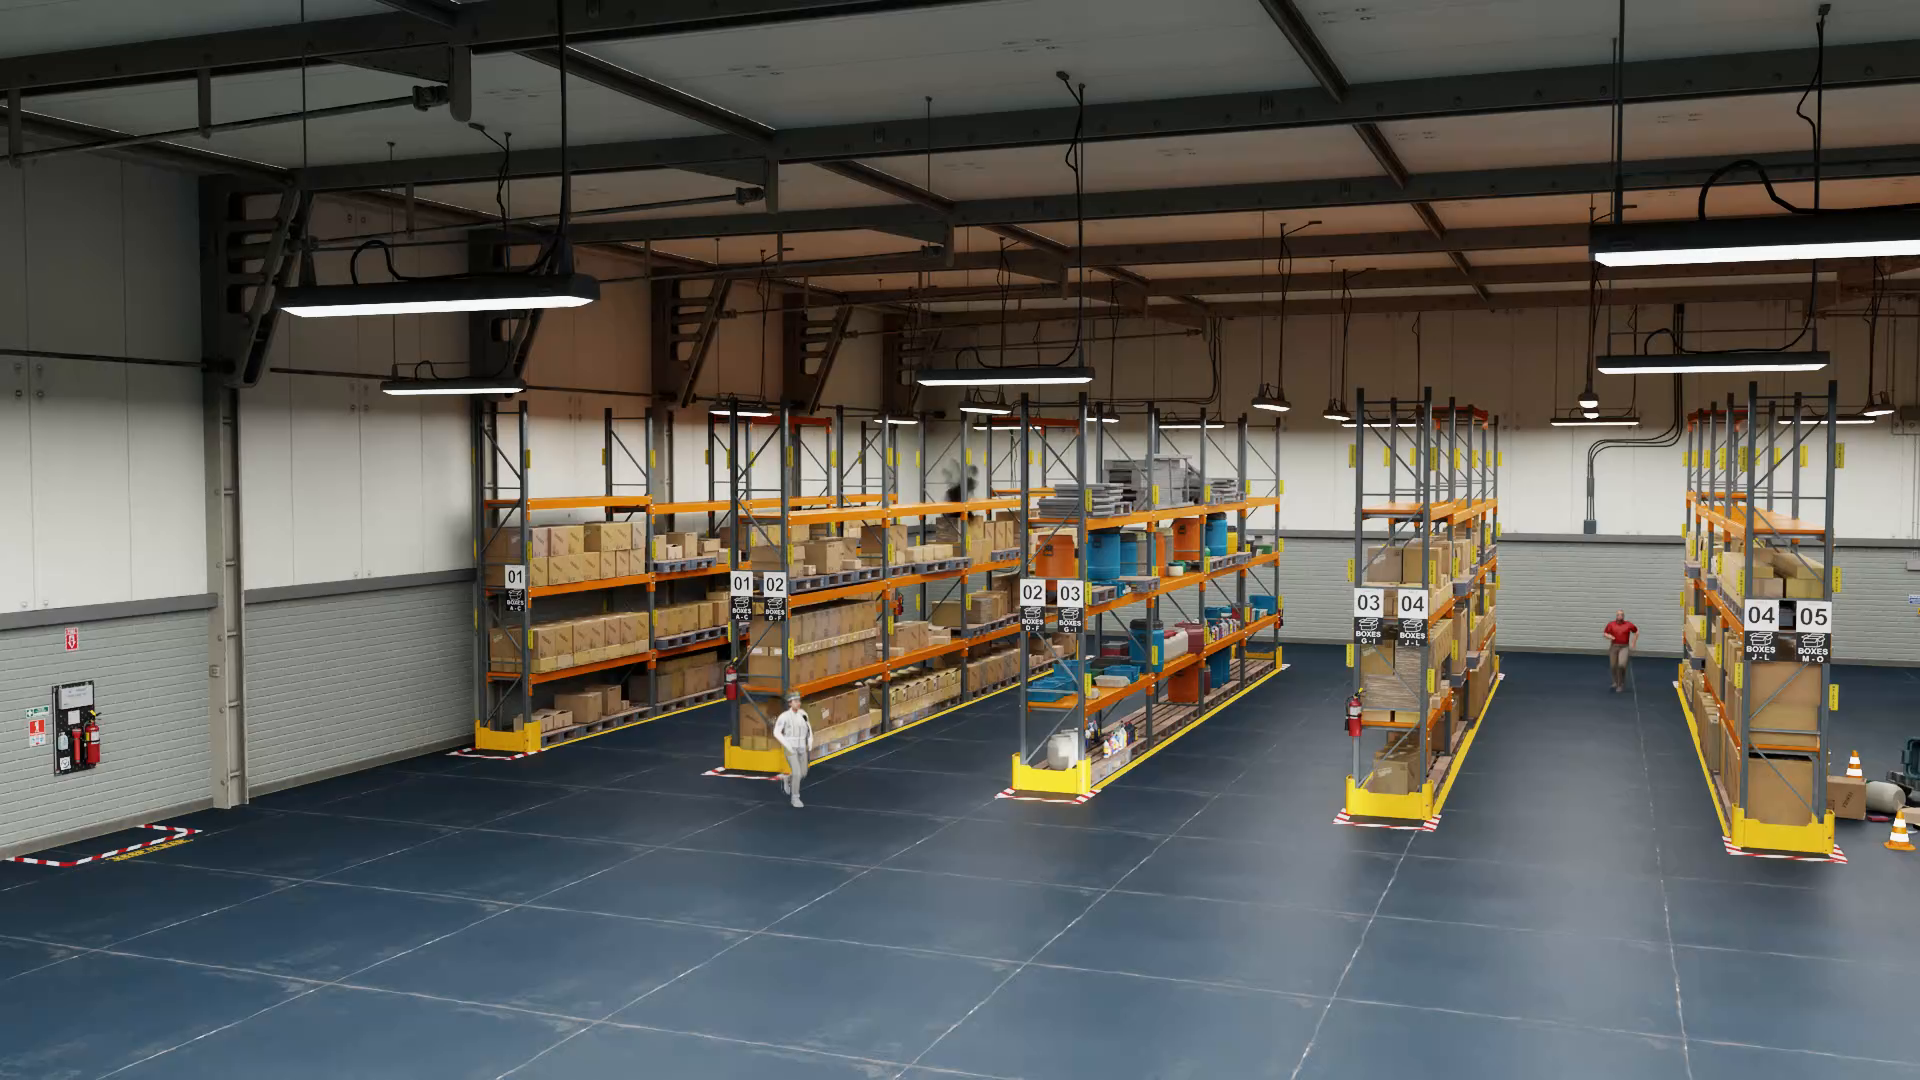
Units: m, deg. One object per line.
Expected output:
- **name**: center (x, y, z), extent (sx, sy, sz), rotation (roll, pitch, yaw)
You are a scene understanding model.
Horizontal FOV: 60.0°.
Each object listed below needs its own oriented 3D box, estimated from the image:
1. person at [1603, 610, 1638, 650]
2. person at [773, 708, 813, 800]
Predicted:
- **person**: center (14.209, 1.934, 35.823), extent (0.665, 0.848, 0.665), rotation (2, 3, 33)
- **person**: center (-2.421, 3.092, 24.128), extent (0.647, 1.337, 0.535), rotation (-2, 4, -39)
